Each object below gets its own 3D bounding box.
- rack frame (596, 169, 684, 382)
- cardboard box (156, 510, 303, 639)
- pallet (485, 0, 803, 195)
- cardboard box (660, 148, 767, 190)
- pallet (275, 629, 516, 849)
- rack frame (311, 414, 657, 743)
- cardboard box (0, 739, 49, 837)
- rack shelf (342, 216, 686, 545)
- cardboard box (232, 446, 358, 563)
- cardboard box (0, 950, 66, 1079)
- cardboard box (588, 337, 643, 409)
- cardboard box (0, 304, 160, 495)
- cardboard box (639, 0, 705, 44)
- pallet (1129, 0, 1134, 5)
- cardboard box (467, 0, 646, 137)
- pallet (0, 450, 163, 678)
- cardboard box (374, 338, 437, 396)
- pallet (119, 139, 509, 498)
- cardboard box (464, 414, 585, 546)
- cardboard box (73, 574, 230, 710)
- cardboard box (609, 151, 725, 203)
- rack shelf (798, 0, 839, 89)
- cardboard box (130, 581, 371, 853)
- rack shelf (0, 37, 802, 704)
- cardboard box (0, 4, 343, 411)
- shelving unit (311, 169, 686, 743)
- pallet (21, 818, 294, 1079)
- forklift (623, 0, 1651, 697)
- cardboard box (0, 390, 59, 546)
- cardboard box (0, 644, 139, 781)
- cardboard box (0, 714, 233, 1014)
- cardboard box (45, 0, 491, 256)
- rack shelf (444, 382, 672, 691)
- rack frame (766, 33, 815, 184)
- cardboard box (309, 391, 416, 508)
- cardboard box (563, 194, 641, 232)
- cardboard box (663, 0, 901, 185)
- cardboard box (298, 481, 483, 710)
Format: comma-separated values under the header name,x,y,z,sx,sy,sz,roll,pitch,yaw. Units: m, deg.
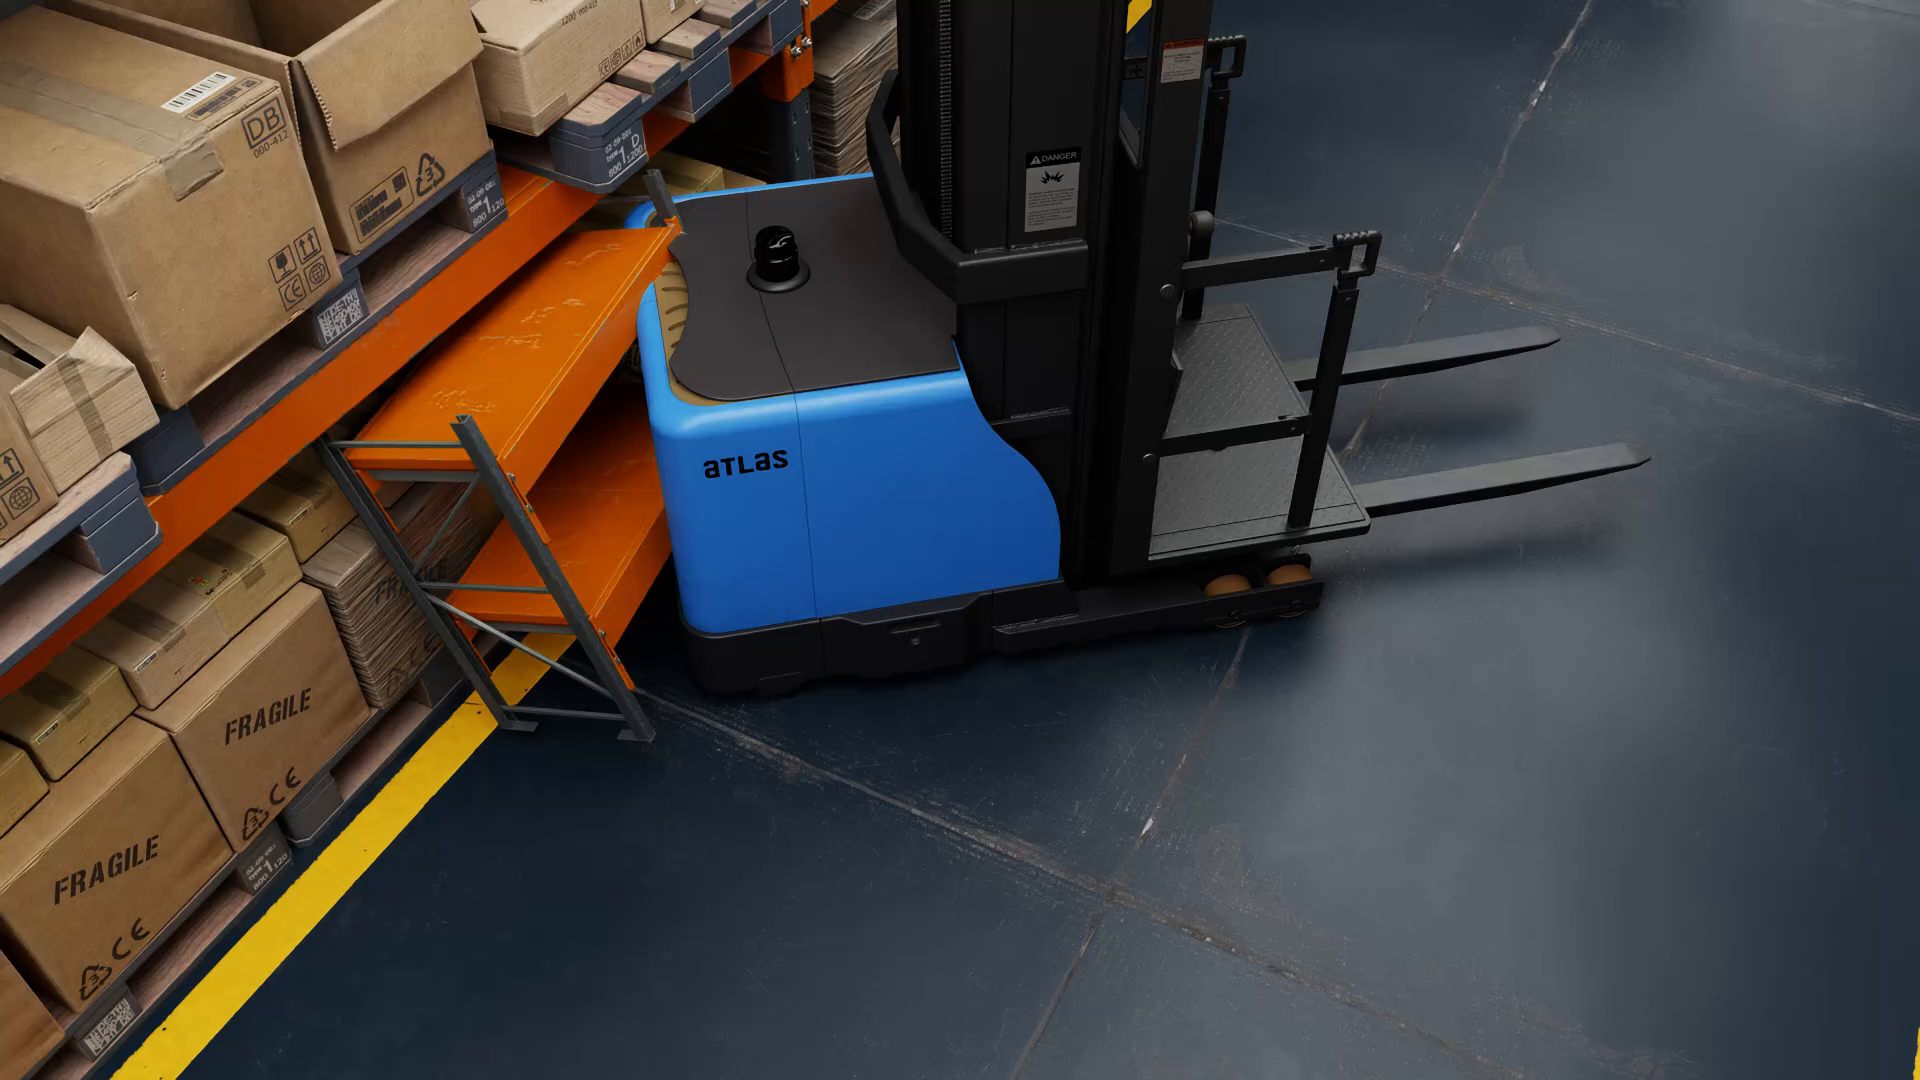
name,x,y,z,sx,sy,sz,roll,pitch,yaw
rack frame,-0.892,-0.582,4.889,0.500,1.125,0.032,2,45,23
cardboard box,-1.864,0.051,4.096,0.380,0.149,0.250,22,49,20
pallet,-1.212,-1.473,4.731,1.213,0.211,1.003,20,49,19
cardboard box,-0.966,-0.922,5.514,0.500,0.500,0.500,22,49,20
pallet,-1.907,0.214,4.891,1.003,0.211,1.213,20,49,19
rack frame,-1.199,0.124,4.224,0.500,1.125,0.032,2,45,23
cardboard box,-2.245,0.529,3.624,0.380,0.149,0.250,18,48,17
rack shelf,-1.120,-0.440,4.368,0.538,0.278,1.000,2,45,23
cardboard box,-1.764,-0.128,4.274,0.380,0.149,0.250,21,49,19
cardboard box,-2.393,1.030,3.585,0.500,0.500,0.500,22,49,21
cardboard box,-1.207,-0.610,5.206,0.500,0.500,0.500,20,49,18
cardboard box,-1.832,-0.319,3.256,0.396,0.266,0.258,23,50,21
cardboard box,-0.925,-1.509,4.514,0.380,0.149,0.250,21,49,20
pallet,0.590,-3.053,8.119,1.003,0.211,1.213,20,49,19
cardboard box,-1.163,-1.314,4.249,0.500,0.250,0.500,18,48,17
pallet,-2.349,0.130,3.148,1.003,0.211,1.213,20,49,19
cardboard box,-1.503,-0.450,4.592,0.380,0.149,0.250,20,49,18
pallet,-1.858,-0.696,3.964,1.003,0.211,1.213,20,49,19
cardboard box,-1.448,-0.279,4.879,0.500,0.500,0.500,22,49,21
cardboard box,-1.981,0.207,3.943,0.380,0.149,0.250,20,49,19
cardboard box,-0.965,-1.092,5.227,0.380,0.149,0.250,18,48,17
rack shelf,-0.031,-2.997,6.609,1.077,0.370,4.000,20,49,19
cardboard box,-1.919,0.379,4.229,0.500,0.500,0.500,19,48,18
rack shelf,-1.888,-0.477,4.119,1.077,0.370,4.000,20,49,19
cardboard box,-1.789,-0.705,3.472,0.700,0.500,0.500,20,49,19
shelving unit,-1.045,-0.229,4.557,0.538,1.125,1.048,2,45,23
pallet,-2.472,0.985,4.128,1.003,0.211,1.213,20,49,19
forklift,0.610,-1.127,4.303,3.031,2.935,1.130,-9,46,-9
cardboard box,-2.153,-0.210,2.983,0.700,0.500,0.500,21,49,19
cardboard box,-2.130,0.352,3.799,0.380,0.149,0.250,20,49,18
cardboard box,-2.154,0.692,3.920,0.500,0.500,0.500,20,49,19
cardboard box,-1.554,-1.085,3.845,0.797,0.503,0.637,19,48,18
rack shelf,-0.983,-0.053,4.714,0.538,0.278,1.000,2,45,23
rack frame,-0.960,-1.990,5.108,1.000,3.000,0.127,20,49,19
cardboard box,-1.605,-0.266,4.410,0.380,0.149,0.250,18,48,17
cardboard box,-1.064,-0.910,5.047,0.380,0.149,0.250,18,48,17
cardboard box,-0.658,-1.691,6.187,0.875,0.625,0.625,22,49,20
cardboard box,-1.672,0.054,4.550,0.500,0.500,0.500,19,48,18
